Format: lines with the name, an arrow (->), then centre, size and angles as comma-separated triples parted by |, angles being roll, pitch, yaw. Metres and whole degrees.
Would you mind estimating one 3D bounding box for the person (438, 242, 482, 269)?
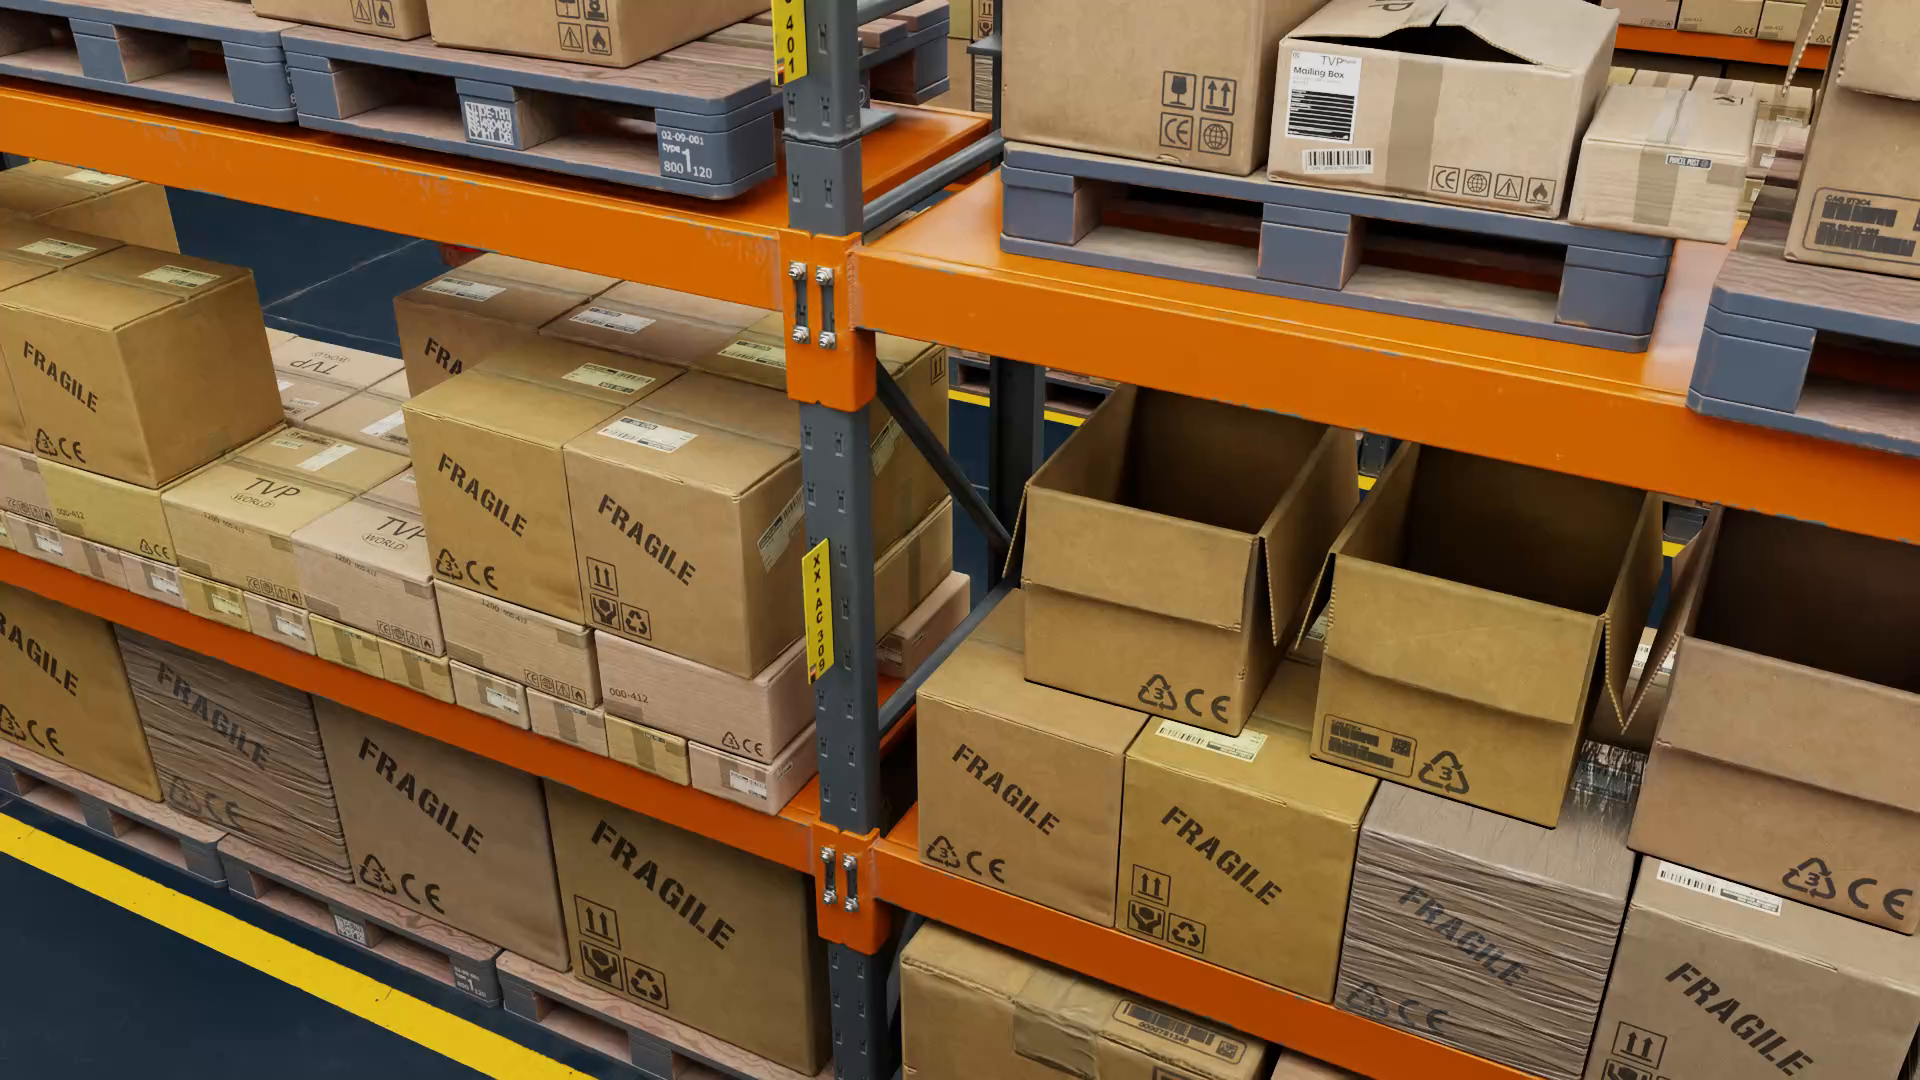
person -> -2.047, -0.539, 7.052 | 0.519, 1.844, 0.589 | 12, 32, 20
